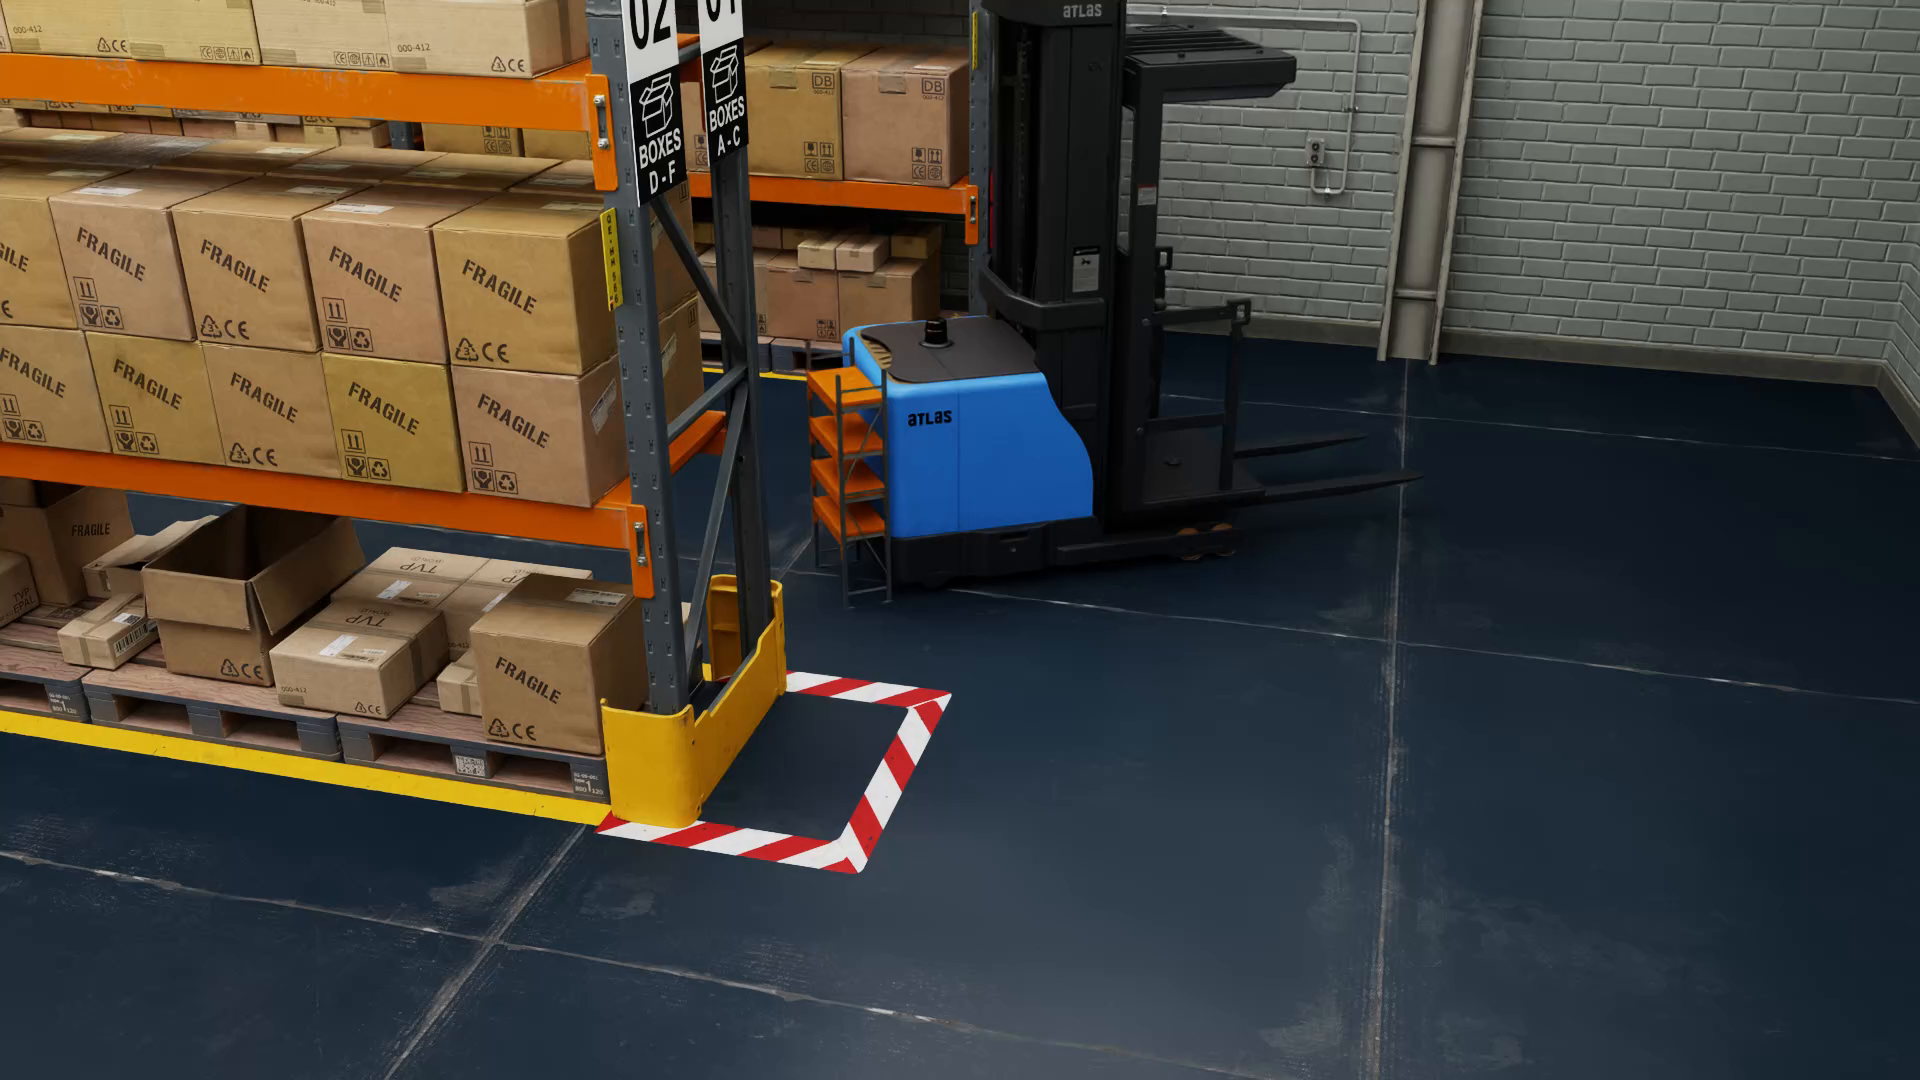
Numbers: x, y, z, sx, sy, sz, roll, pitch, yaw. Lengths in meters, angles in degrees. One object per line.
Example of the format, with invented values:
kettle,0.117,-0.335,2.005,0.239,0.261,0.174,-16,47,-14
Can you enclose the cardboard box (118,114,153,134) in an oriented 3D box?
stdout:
cardboard box,-5.759,-3.012,11.856,0.250,0.149,0.380,6,26,13

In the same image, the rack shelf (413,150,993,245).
rack shelf,-1.698,-2.440,11.223,4.000,0.370,1.077,6,26,13

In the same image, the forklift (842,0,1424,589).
forklift,0.956,-1.427,8.337,3.031,2.935,1.130,-7,26,-14

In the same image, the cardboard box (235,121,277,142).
cardboard box,-4.793,-2.861,11.539,0.250,0.149,0.380,6,26,13

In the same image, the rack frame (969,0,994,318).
rack frame,0.239,-2.551,10.619,0.127,3.000,1.000,6,26,13

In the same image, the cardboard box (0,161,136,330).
cardboard box,-3.481,-1.135,6.366,0.500,0.500,0.500,6,26,11

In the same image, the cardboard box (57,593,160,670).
cardboard box,-3.672,0.387,7.231,0.250,0.166,0.380,6,26,13

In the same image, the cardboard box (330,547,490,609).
cardboard box,-2.415,0.271,7.378,0.500,0.250,0.500,6,26,13

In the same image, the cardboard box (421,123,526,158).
cardboard box,-3.113,-3.050,11.318,0.700,0.700,0.980,7,26,14

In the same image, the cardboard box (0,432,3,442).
cardboard box,-3.942,-0.740,6.699,0.500,0.500,0.500,7,26,14

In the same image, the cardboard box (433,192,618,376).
cardboard box,-1.490,-0.918,5.910,0.500,0.500,0.500,6,26,13

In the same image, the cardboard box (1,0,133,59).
cardboard box,-3.003,-1.887,5.909,0.500,0.250,0.500,6,26,13

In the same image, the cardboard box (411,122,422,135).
cardboard box,-3.910,-2.994,11.817,0.250,0.149,0.380,5,26,11

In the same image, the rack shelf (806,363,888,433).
rack shelf,-0.537,-0.674,7.856,0.258,0.148,0.480,-9,27,-19

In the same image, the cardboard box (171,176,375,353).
cardboard box,-2.483,-1.026,6.135,0.500,0.500,0.500,7,26,14

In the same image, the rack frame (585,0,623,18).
rack frame,-0.991,-3.197,4.997,0.127,3.000,1.000,6,26,13

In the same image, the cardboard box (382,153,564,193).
cardboard box,-1.863,-1.195,6.491,0.500,0.500,0.500,7,26,14

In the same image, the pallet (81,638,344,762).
pallet,-3.015,0.546,7.358,1.213,0.211,1.003,6,26,13

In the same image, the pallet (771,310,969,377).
pallet,-0.555,-1.345,11.330,1.213,0.211,1.003,6,26,13

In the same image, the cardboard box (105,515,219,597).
cardboard box,-3.516,0.122,7.621,0.500,0.311,0.500,6,26,13

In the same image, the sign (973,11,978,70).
sign,0.091,-2.957,9.848,0.005,0.325,0.100,6,26,13

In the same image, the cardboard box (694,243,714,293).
cardboard box,-1.954,-1.807,11.475,0.500,0.500,0.700,7,26,14

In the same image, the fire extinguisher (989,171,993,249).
fire extinguisher,0.270,-2.140,10.278,0.183,0.674,0.296,6,26,13

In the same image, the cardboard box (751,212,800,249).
cardboard box,-1.272,-2.116,11.370,0.250,0.149,0.380,7,26,14

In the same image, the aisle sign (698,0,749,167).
aisle sign,-0.852,-1.777,5.969,0.004,0.787,0.394,6,26,13

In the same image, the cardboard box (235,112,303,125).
cardboard box,-4.641,-3.163,11.418,0.500,0.500,0.500,7,26,13

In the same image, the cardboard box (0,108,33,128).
cardboard box,-6.769,-3.077,11.993,0.250,0.149,0.380,7,26,15

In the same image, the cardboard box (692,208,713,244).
cardboard box,-1.766,-2.171,11.484,0.250,0.149,0.380,6,26,12

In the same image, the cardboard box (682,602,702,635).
cardboard box,-1.311,0.412,7.199,0.250,0.149,0.380,6,26,13

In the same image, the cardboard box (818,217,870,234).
cardboard box,-0.783,-2.062,11.257,0.250,0.149,0.380,6,26,13

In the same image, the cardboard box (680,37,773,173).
cardboard box,-1.701,-2.896,10.994,0.700,0.700,0.980,5,26,10

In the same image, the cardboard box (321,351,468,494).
cardboard box,-1.996,-0.522,6.241,0.500,0.500,0.500,7,26,13

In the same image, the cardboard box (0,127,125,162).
cardboard box,-3.814,-1.413,6.949,0.500,0.500,0.500,6,26,12

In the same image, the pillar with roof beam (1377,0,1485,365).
pillar with roof beam,1.998,-3.539,5.714,0.400,9.000,9.100,6,26,13

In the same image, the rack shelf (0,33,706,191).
rack shelf,-2.928,-1.732,6.246,4.000,0.370,1.077,6,26,13

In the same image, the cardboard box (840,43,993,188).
cardboard box,-0.257,-2.737,10.661,0.700,0.700,0.980,8,26,15

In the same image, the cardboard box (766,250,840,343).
cardboard box,-0.948,-1.699,11.249,0.500,0.500,0.700,6,26,13

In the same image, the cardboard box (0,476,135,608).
cardboard box,-4.242,-0.044,7.749,0.500,0.500,0.500,6,26,13

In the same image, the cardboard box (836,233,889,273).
cardboard box,-0.633,-1.876,10.866,0.250,0.149,0.380,6,26,12

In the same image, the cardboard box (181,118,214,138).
cardboard box,-5.252,-2.948,11.721,0.250,0.149,0.380,6,26,12

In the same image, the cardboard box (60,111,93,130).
cardboard box,-6.241,-3.078,11.994,0.250,0.149,0.380,7,26,14

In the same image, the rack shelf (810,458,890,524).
rack shelf,-0.536,-0.259,8.054,0.258,0.148,0.480,-9,27,-19

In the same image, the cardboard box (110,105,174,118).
cardboard box,-5.610,-3.272,11.647,0.500,0.500,0.500,7,26,14

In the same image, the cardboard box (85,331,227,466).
cardboard box,-2.965,-0.632,6.472,0.500,0.500,0.500,6,26,12

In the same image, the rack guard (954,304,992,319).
rack guard,0.263,-1.420,11.151,0.348,0.500,1.175,6,26,13

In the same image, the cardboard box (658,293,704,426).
cardboard box,-1.355,-0.691,6.595,0.500,0.500,0.500,7,26,14

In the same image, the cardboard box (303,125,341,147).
cardboard box,-4.283,-2.811,11.433,0.250,0.149,0.380,7,26,14

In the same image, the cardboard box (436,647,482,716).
cardboard box,-1.949,0.556,6.878,0.250,0.166,0.380,6,26,13

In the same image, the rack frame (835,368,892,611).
rack frame,-0.449,-0.222,7.819,0.240,1.200,0.015,-9,27,-19

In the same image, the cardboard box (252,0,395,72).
cardboard box,-2.036,-1.778,5.681,0.500,0.250,0.500,6,26,13

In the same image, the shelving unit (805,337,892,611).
shelving unit,-0.536,-0.320,8.025,0.258,1.200,0.503,-9,27,-19

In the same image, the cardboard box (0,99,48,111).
cardboard box,-6.597,-3.378,11.869,0.500,0.500,0.500,7,26,15

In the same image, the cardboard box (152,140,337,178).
cardboard box,-2.839,-1.305,6.722,0.500,0.500,0.500,6,26,13
